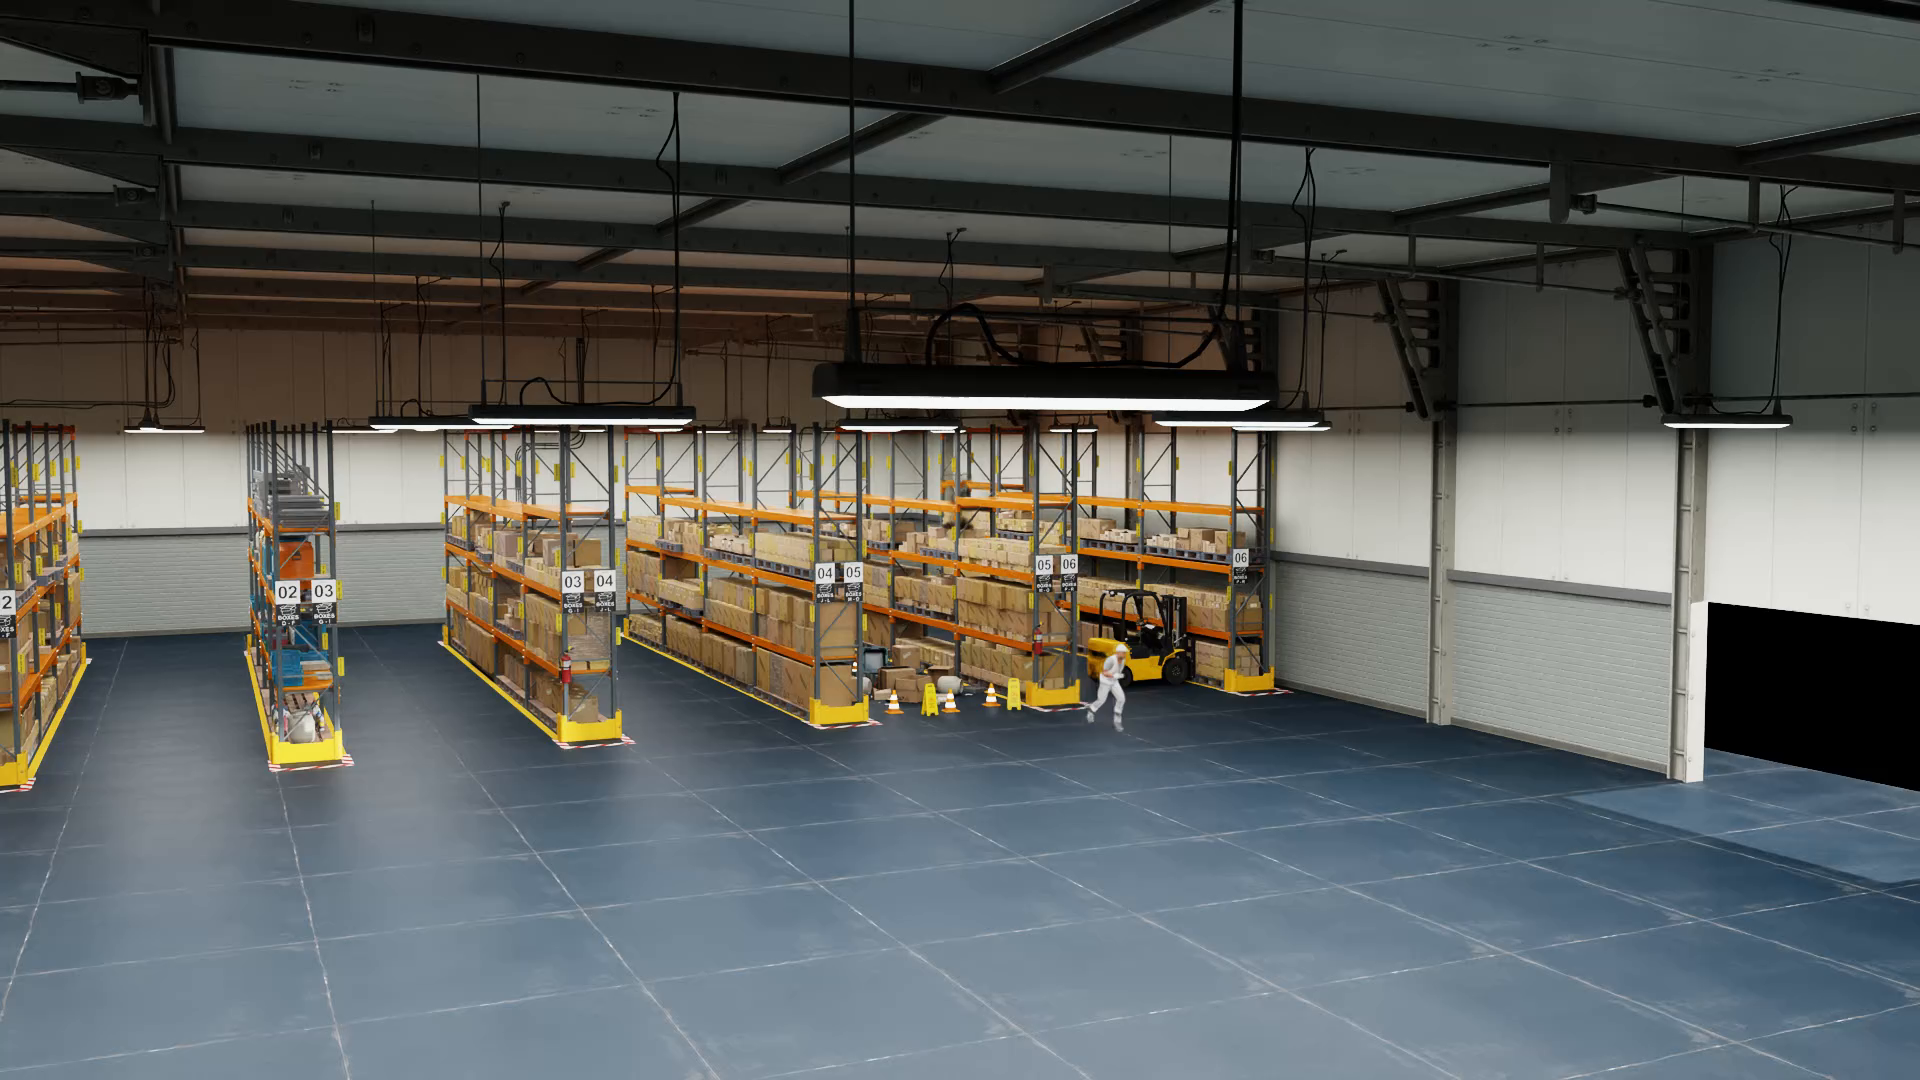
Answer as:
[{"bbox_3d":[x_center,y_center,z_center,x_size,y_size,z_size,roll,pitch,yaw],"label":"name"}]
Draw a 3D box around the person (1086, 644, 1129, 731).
[{"bbox_3d":[2.899,2.868,32.571,0.705,1.730,1.033,-4,5,-45],"label":"person"}]
